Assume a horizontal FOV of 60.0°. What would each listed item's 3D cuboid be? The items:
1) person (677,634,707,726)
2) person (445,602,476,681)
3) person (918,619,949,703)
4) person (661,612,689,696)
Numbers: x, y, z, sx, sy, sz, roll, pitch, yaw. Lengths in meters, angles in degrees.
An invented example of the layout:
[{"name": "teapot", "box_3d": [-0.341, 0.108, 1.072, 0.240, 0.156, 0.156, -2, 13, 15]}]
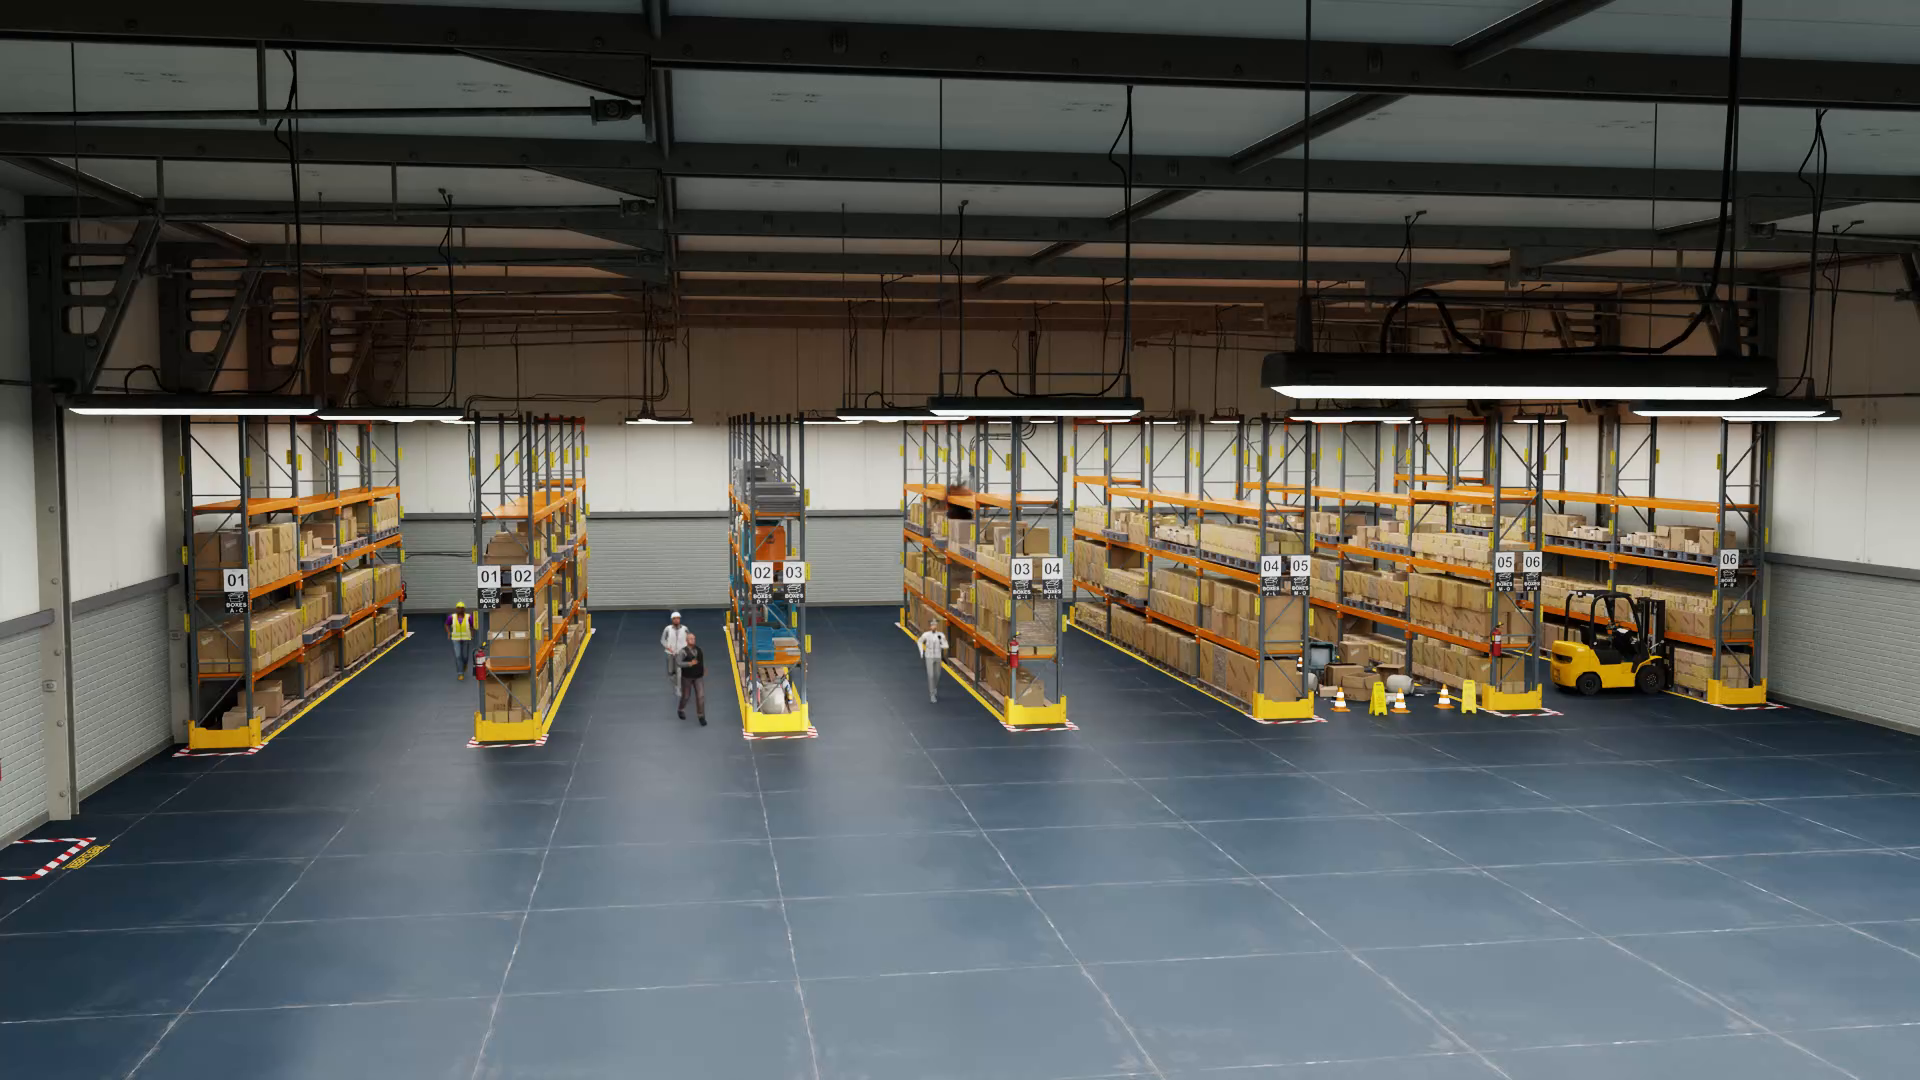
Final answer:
[{"name": "person", "box_3d": [-5.150, 2.650, 31.982, 0.651, 1.695, 0.957, -2, 5, -32]}, {"name": "person", "box_3d": [-11.365, 2.287, 37.865, 0.700, 1.758, 0.872, -1, 4, -17]}, {"name": "person", "box_3d": [-0.550, 2.489, 34.834, 0.604, 1.699, 0.915, -1, 4, -12]}, {"name": "person", "box_3d": [-6.127, 2.434, 35.865, 0.638, 1.764, 1.046, -1, 4, -8]}]
